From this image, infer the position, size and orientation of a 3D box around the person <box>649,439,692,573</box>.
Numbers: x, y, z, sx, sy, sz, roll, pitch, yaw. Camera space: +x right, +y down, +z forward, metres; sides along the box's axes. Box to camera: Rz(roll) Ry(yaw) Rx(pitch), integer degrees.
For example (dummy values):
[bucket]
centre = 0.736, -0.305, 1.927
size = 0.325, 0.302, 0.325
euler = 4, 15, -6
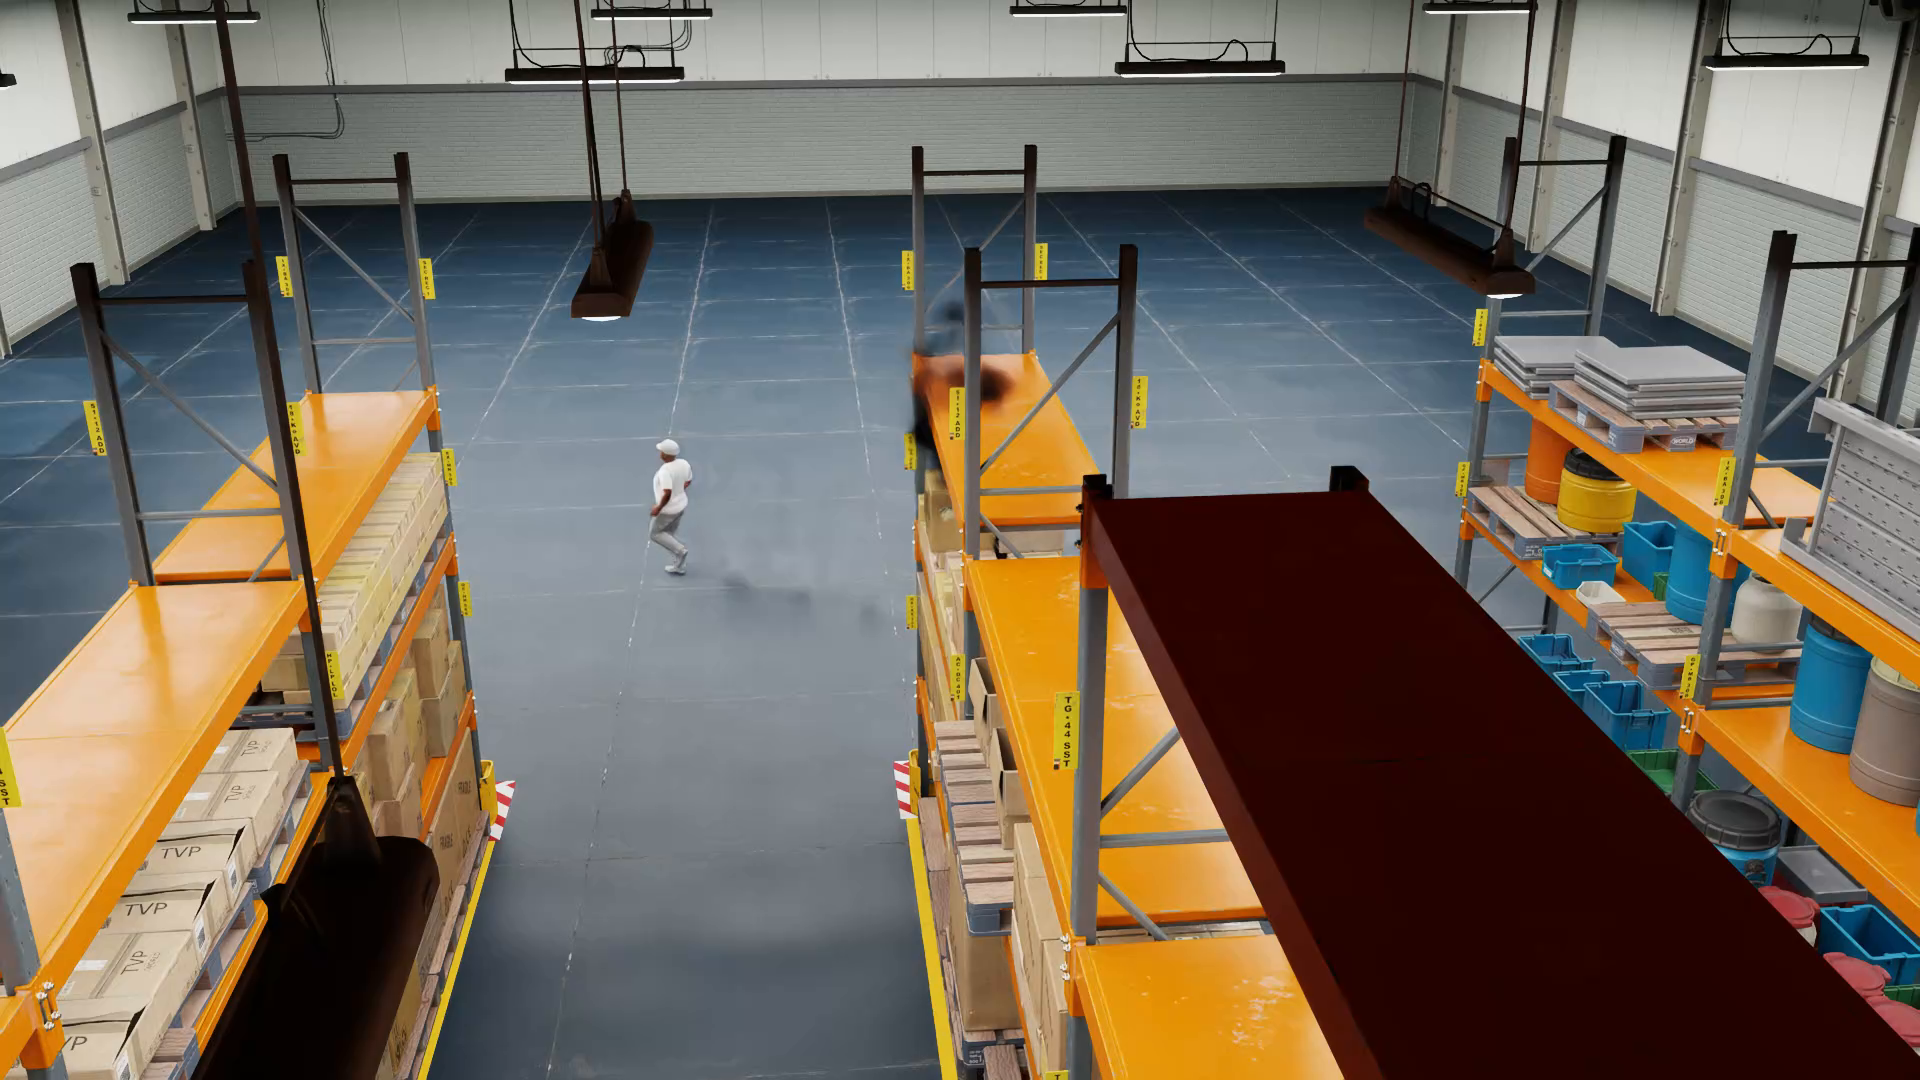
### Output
[person]
centre = -3.551, -0.409, 20.347
size = 0.582, 1.723, 0.700
euler = 10, 24, 23
